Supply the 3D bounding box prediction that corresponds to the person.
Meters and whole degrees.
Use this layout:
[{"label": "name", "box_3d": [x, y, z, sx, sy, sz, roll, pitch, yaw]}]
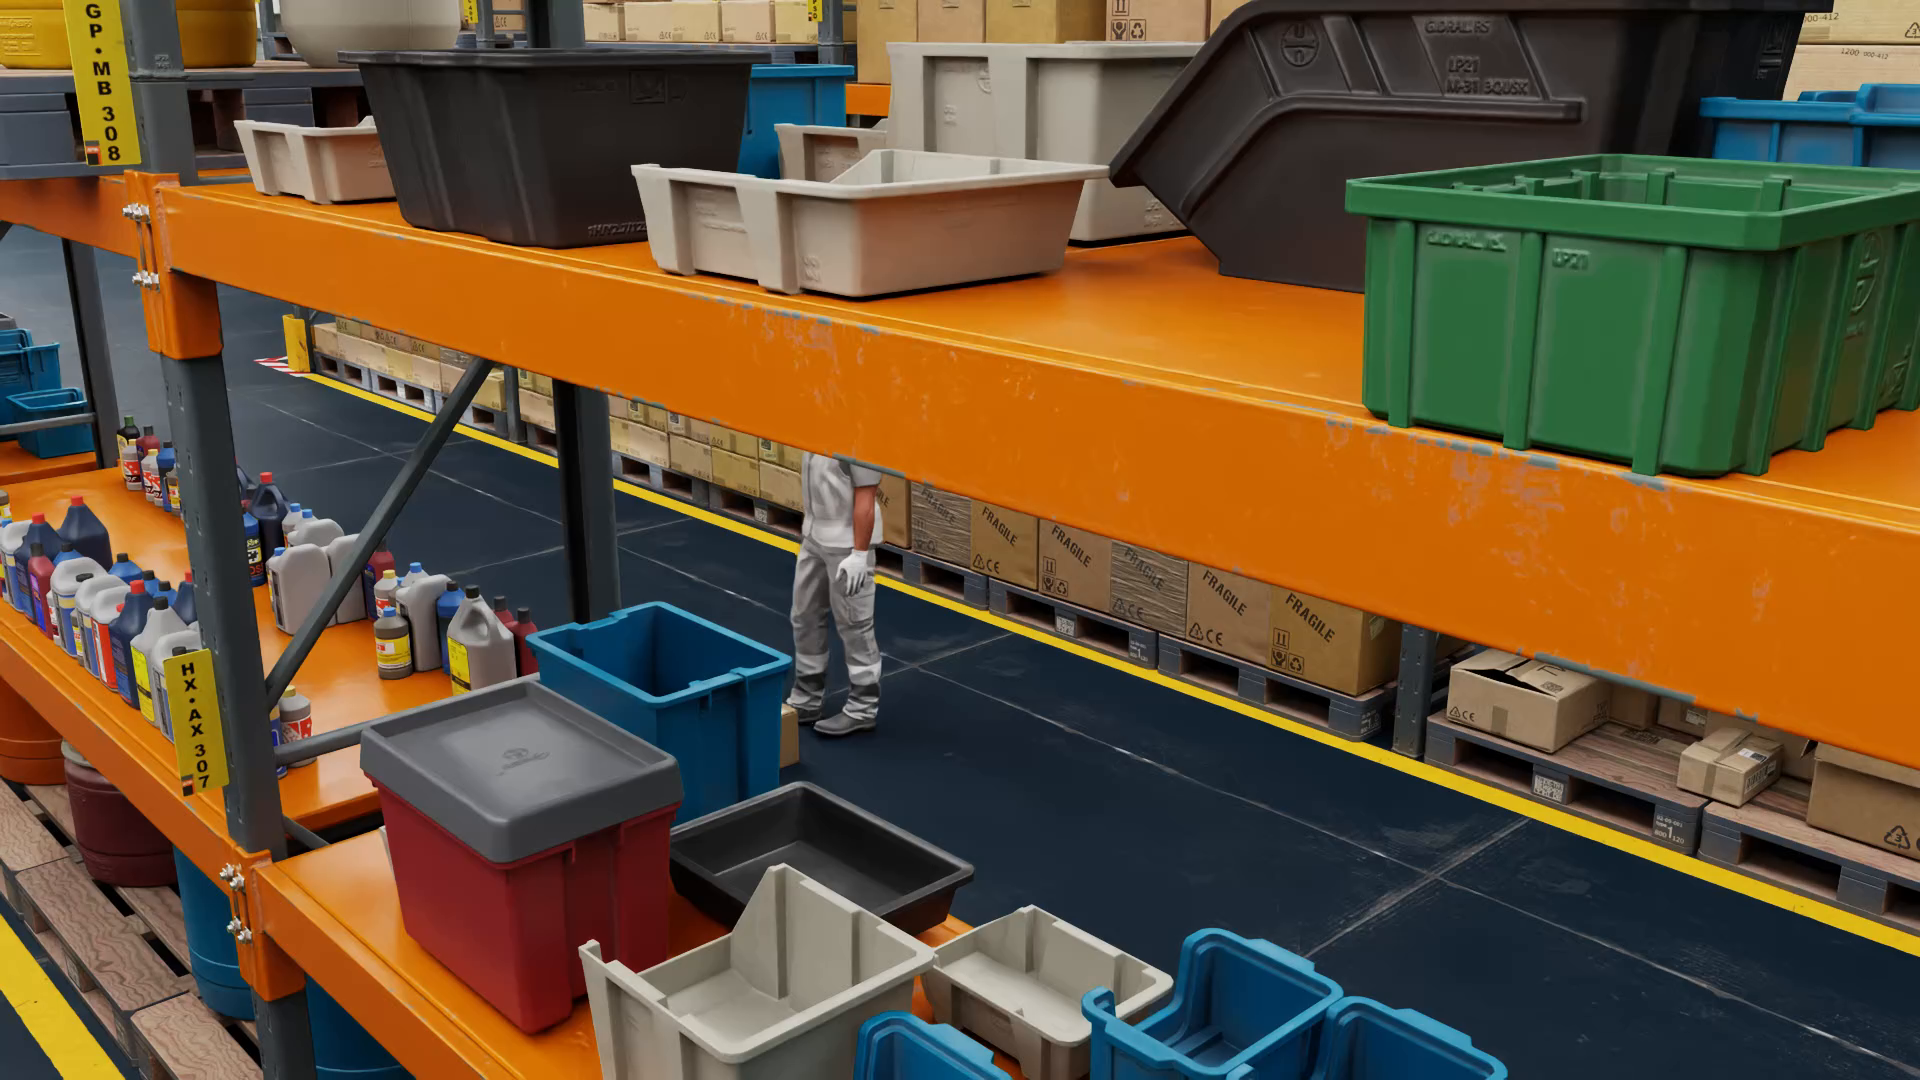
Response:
[{"label": "person", "box_3d": [-0.604, 0.035, 7.387, 0.483, 1.804, 0.577, -10, 20, -30]}]
